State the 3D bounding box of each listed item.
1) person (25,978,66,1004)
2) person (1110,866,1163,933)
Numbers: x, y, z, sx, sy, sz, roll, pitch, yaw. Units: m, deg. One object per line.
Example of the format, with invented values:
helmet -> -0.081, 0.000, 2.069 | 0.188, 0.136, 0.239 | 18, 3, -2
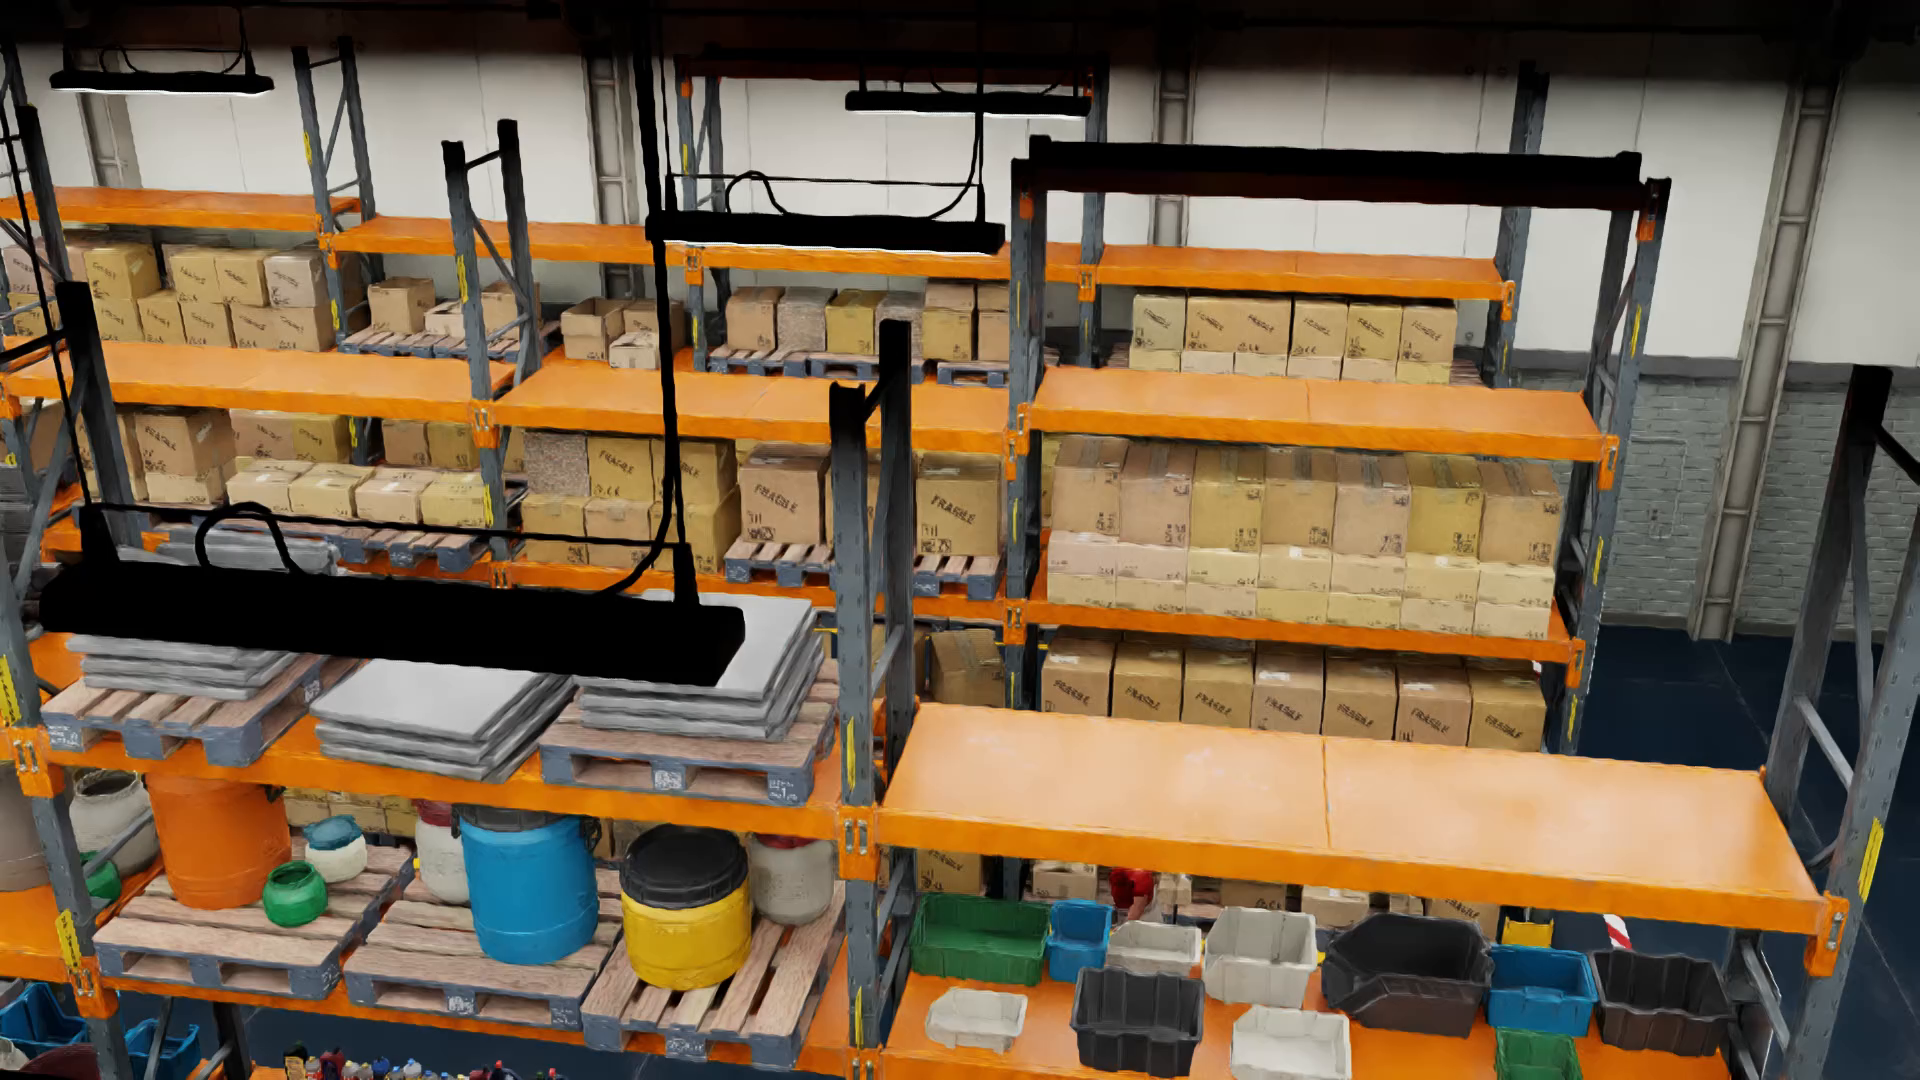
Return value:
person -> -7.078, 2.646, 11.967 | 0.845, 1.704, 0.718 | 6, 24, 14
person -> 1.281, 2.679, 11.944 | 0.529, 1.661, 0.666 | 3, 23, 7
